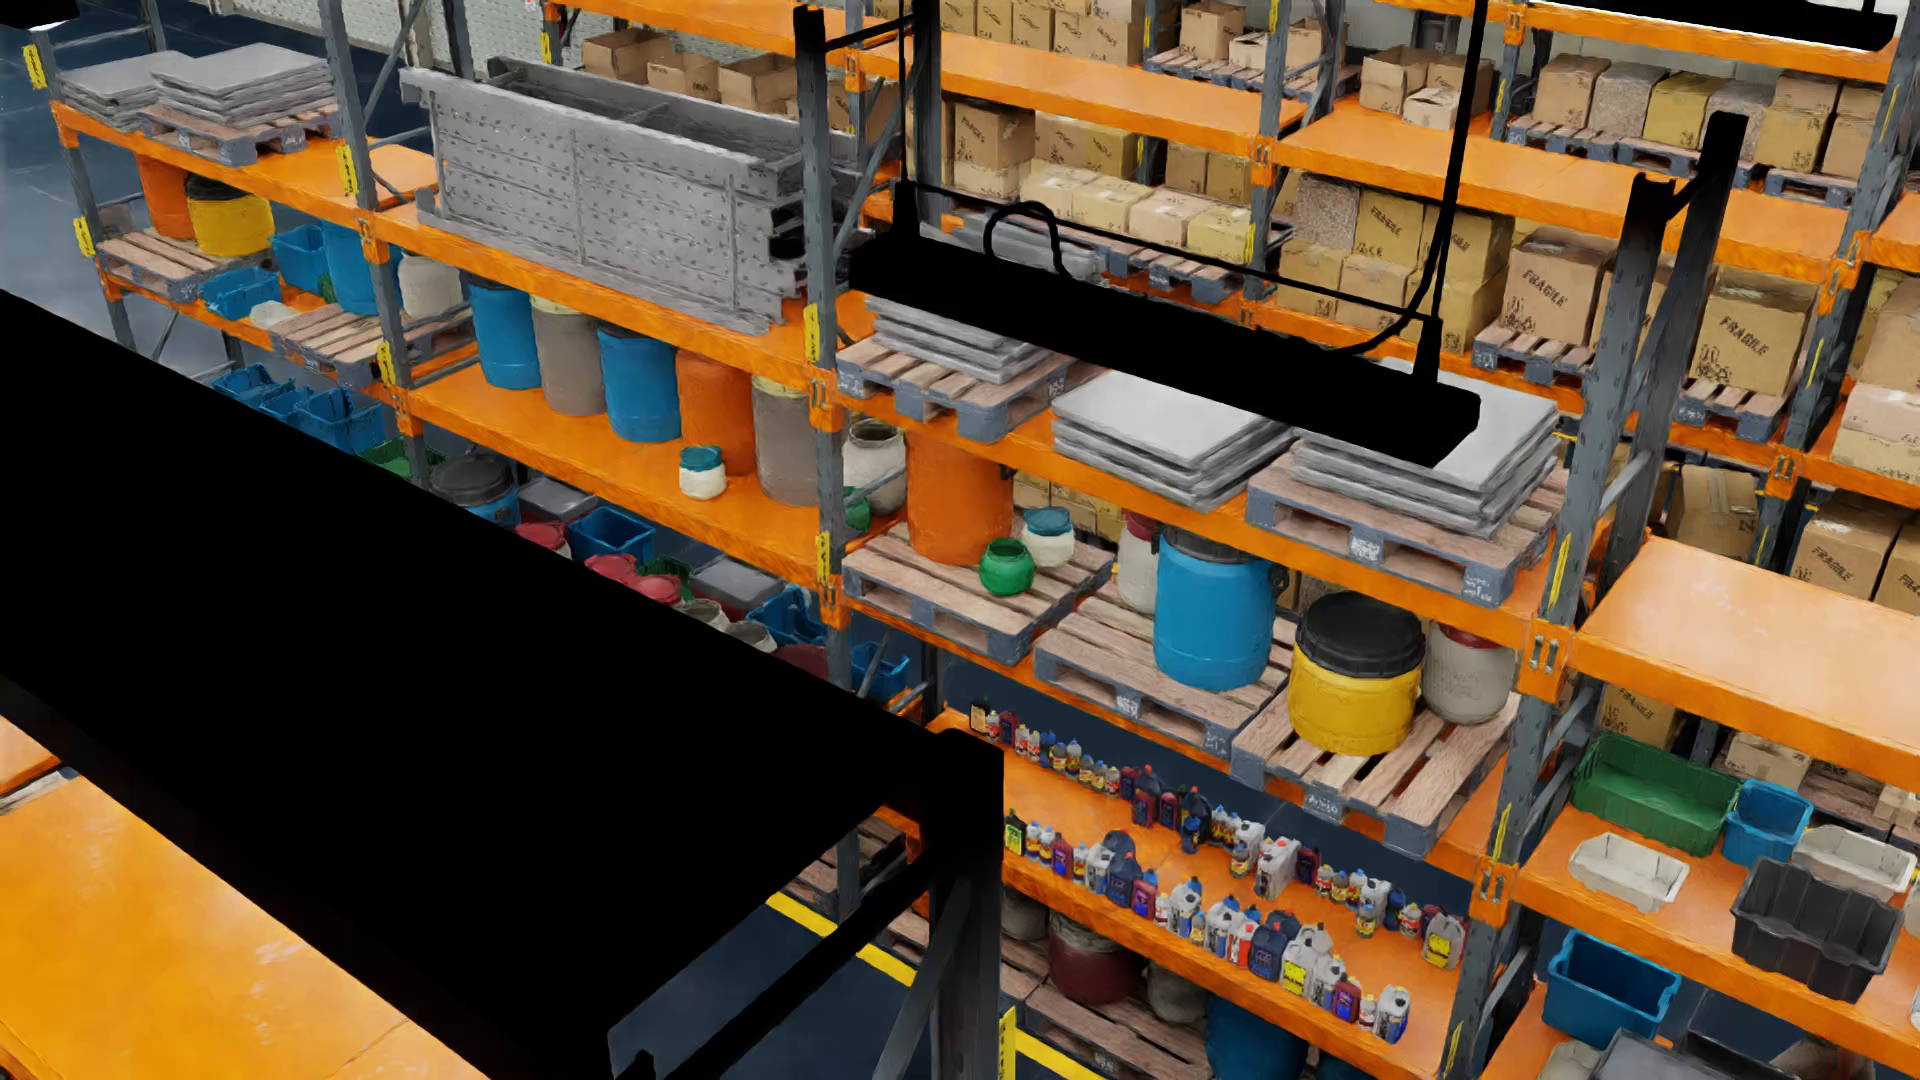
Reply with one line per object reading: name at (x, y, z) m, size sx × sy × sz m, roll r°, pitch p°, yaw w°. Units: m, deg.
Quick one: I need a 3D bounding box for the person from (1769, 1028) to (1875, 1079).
person at (4.792, 2.733, 9.197) m, size 1.126 × 1.645 × 0.542 m, roll 23°, pitch 38°, yaw 33°

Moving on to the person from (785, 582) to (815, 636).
person at (-1.146, 1.085, 11.936) m, size 0.517 × 1.623 × 0.946 m, roll -18°, pitch 36°, yaw -27°
